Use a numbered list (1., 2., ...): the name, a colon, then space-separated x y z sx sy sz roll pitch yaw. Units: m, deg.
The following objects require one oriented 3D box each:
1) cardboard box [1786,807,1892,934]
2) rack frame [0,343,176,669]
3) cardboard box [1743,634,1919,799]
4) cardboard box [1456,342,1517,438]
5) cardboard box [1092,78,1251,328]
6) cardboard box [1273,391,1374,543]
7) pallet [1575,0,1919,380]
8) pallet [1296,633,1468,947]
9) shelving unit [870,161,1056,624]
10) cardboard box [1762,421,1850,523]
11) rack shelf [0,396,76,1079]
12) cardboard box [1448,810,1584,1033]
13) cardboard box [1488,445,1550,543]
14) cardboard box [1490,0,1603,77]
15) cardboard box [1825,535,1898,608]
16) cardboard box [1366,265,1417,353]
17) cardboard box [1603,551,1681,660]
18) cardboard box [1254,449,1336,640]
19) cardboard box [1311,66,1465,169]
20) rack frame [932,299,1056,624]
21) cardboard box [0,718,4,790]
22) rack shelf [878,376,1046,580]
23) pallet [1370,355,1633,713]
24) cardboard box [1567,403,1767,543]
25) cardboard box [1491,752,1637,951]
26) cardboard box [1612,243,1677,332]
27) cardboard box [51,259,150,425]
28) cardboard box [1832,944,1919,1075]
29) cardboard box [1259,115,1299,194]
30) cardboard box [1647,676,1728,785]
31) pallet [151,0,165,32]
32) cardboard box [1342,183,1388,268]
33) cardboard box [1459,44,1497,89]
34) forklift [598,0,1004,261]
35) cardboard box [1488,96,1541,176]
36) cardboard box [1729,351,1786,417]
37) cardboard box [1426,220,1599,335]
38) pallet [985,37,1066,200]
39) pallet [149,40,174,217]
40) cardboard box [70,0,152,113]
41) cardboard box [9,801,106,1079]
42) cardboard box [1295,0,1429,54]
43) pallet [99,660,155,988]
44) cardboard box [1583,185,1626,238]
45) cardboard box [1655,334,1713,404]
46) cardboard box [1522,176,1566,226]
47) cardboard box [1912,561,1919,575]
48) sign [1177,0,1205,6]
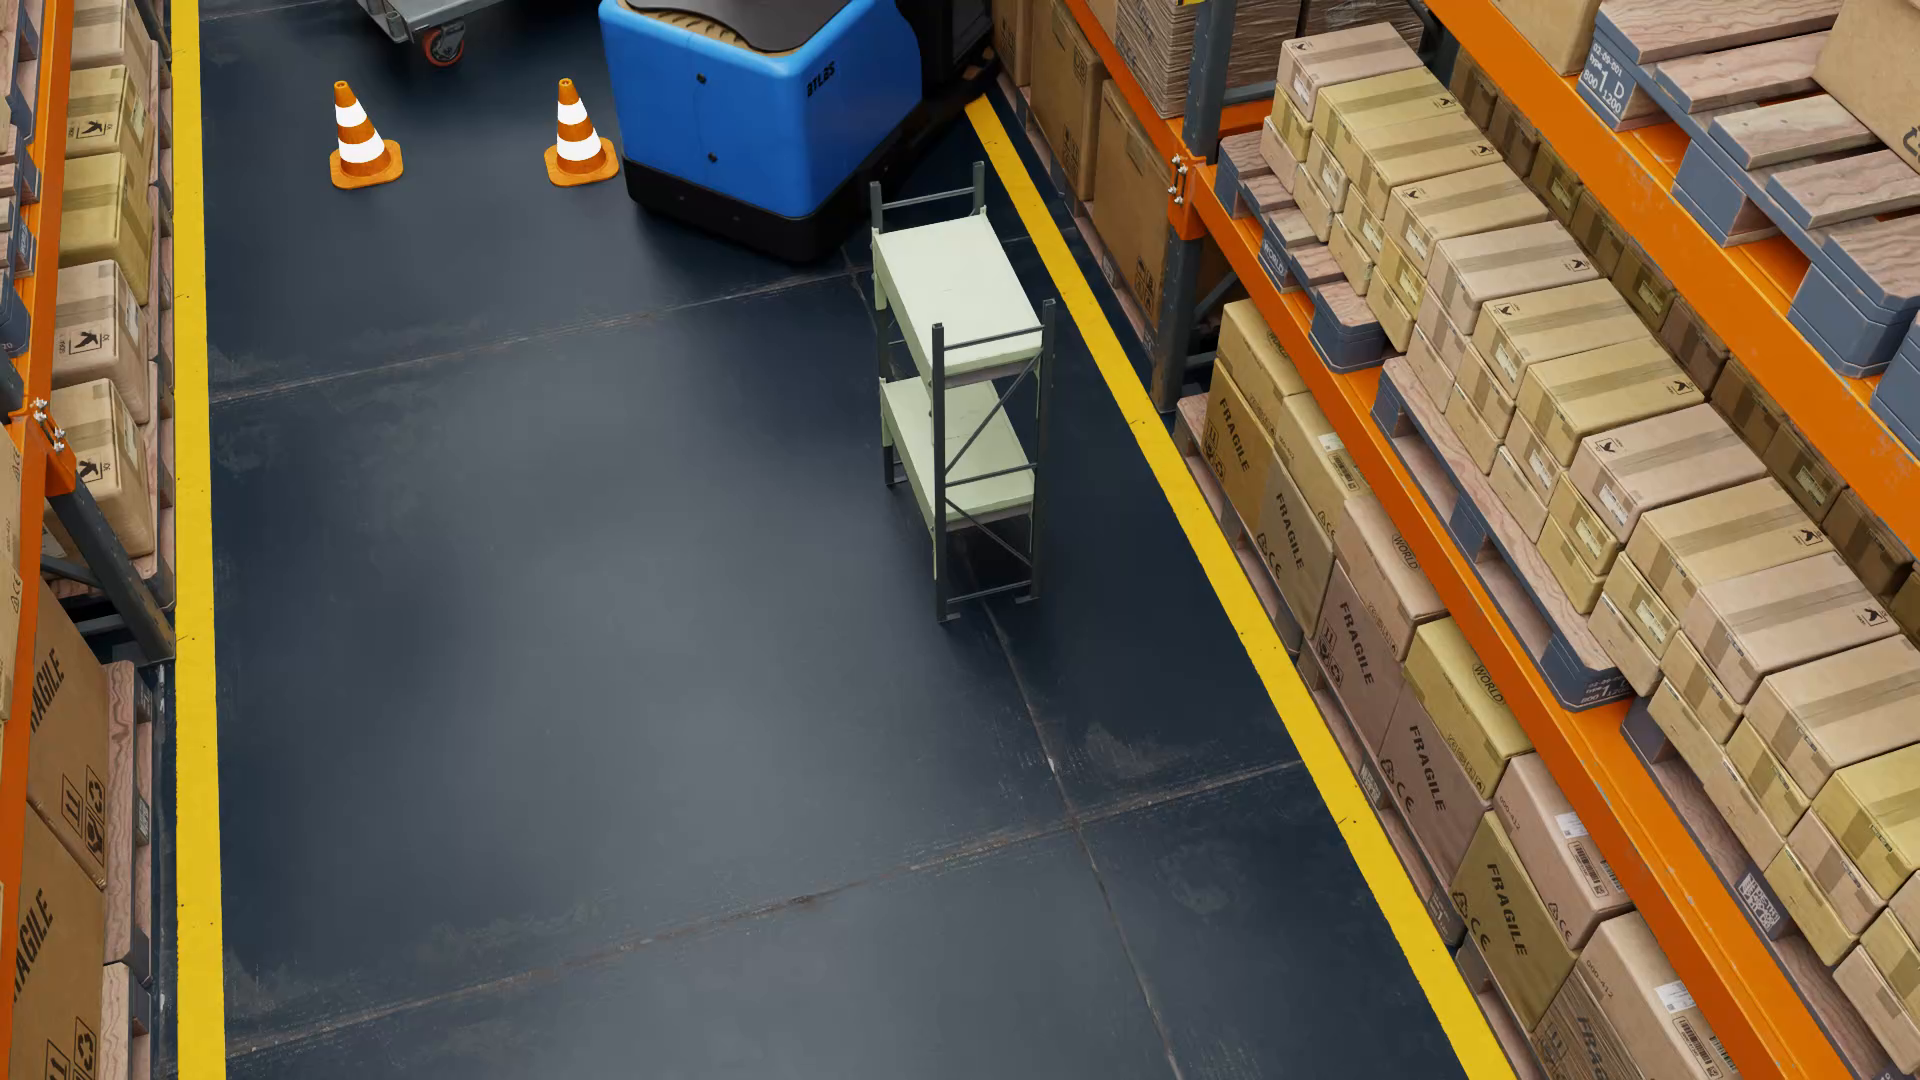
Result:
1. cardboard box: 2.096 0.687 3.694 0.380 0.149 0.250 -13 51 -11
2. rack frame: -3.401 -0.453 4.960 1.000 3.000 0.127 -13 51 -11
3. cardboard box: 2.021 0.395 3.746 0.380 0.149 0.250 -15 51 -12
4. cardboard box: 1.631 -0.458 4.659 0.380 0.149 0.250 -14 51 -11
5. cardboard box: 1.204 -1.522 7.057 1.050 0.750 0.750 -14 51 -11
6. cardboard box: 1.421 -0.289 5.691 0.500 0.250 0.500 -14 51 -11
7. pallet: 2.091 -0.863 3.466 1.213 0.211 1.003 -13 51 -11
8. pallet: 1.885 0.713 5.801 1.003 0.211 1.213 -13 51 -11
9. shelving unit: -0.002 -0.488 5.970 0.431 1.500 0.755 -13 51 -11
10. cardboard box: 2.411 -0.224 4.462 0.380 0.149 0.250 -14 51 -12
11. rack shelf: -2.809 1.239 4.004 1.077 0.370 4.000 -13 51 -11
12. cardboard box: 1.870 1.087 5.022 0.500 0.500 0.500 -14 51 -12
13. cardboard box: 1.707 -0.170 4.611 0.380 0.149 0.250 -15 51 -12
14. cardboard box: 1.520 -1.441 3.765 0.500 0.500 0.500 -13 51 -11
15. cardboard box: 2.497 0.075 4.404 0.380 0.149 0.250 -15 52 -13
16. cardboard box: 1.478 -0.739 5.090 0.380 0.149 0.250 -11 51 -9
17. cardboard box: 1.864 0.116 4.175 0.380 0.149 0.250 -16 52 -13
18. cardboard box: 1.416 -0.035 5.968 0.500 0.500 0.500 -13 51 -11
19. cardboard box: 1.332 -1.315 5.187 0.380 0.149 0.250 -15 51 -12
20. rack frame: 0.106 -0.221 5.745 0.400 1.500 0.023 -13 51 -11
21. cardboard box: -2.703 0.647 4.131 0.500 0.250 0.500 -14 51 -11
22. rack shelf: -0.002 -0.278 6.220 0.431 0.370 0.720 -13 51 -11
23. pallet: 1.923 -0.148 4.828 1.003 0.211 1.213 -13 51 -11
24. cardboard box: 1.791 -0.172 4.223 0.380 0.149 0.250 -15 52 -13
25. cardboard box: 1.880 0.838 4.741 0.500 0.250 0.500 -11 51 -9
26. cardboard box: 2.185 -0.787 4.937 0.380 0.149 0.250 -14 51 -11
27. cardboard box: -3.784 -0.694 6.607 0.950 0.372 0.625 -14 51 -12
28. cardboard box: 2.174 0.975 3.645 0.380 0.149 0.250 -14 51 -12
29. cardboard box: 1.238 -1.328 5.587 0.380 0.149 0.250 -14 51 -11
30. cardboard box: 1.951 0.420 4.113 0.380 0.149 0.250 -16 52 -13
31. pallet: -4.816 -2.959 8.896 1.003 0.211 1.213 -13 51 -11
32. cardboard box: 1.414 -1.006 5.121 0.380 0.149 0.250 -15 51 -12
33. cardboard box: 1.881 -1.638 5.459 0.380 0.149 0.250 -15 52 -12
34. forklift: -0.406 -3.332 7.431 1.130 2.935 3.031 23 54 18
35. cardboard box: 1.960 -1.344 5.406 0.380 0.149 0.250 -12 51 -10
36. cardboard box: 2.337 -0.503 4.502 0.380 0.149 0.250 -12 51 -10
37. cardboard box: 1.560 -0.745 4.706 0.380 0.149 0.250 -11 51 -9
38. pallet: 0.780 -2.230 8.281 1.003 0.211 1.213 -13 51 -11
39. pallet: -4.352 -1.908 8.010 1.003 0.211 1.213 -13 51 -11
40. cardboard box: -4.426 -2.281 7.944 0.950 0.372 0.625 -13 51 -11
41. cardboard box: -3.016 1.272 4.621 0.875 0.875 0.875 -13 51 -11
42. cardboard box: 1.423 -2.068 6.255 0.500 0.500 0.500 -13 51 -11
43. pallet: -3.239 1.038 5.526 1.003 0.211 1.213 -13 51 -11
44. cardboard box: 2.113 -1.069 4.979 0.380 0.149 0.250 -12 51 -10
45. cardboard box: 2.257 -0.506 4.894 0.380 0.149 0.250 -12 51 -10
46. cardboard box: 2.031 -1.075 5.374 0.380 0.149 0.250 -13 51 -10
47. cardboard box: 2.571 0.064 4.024 0.380 0.149 0.250 -14 51 -11
48. sign: 0.769 -1.892 5.415 0.100 0.325 0.005 -13 51 -11
